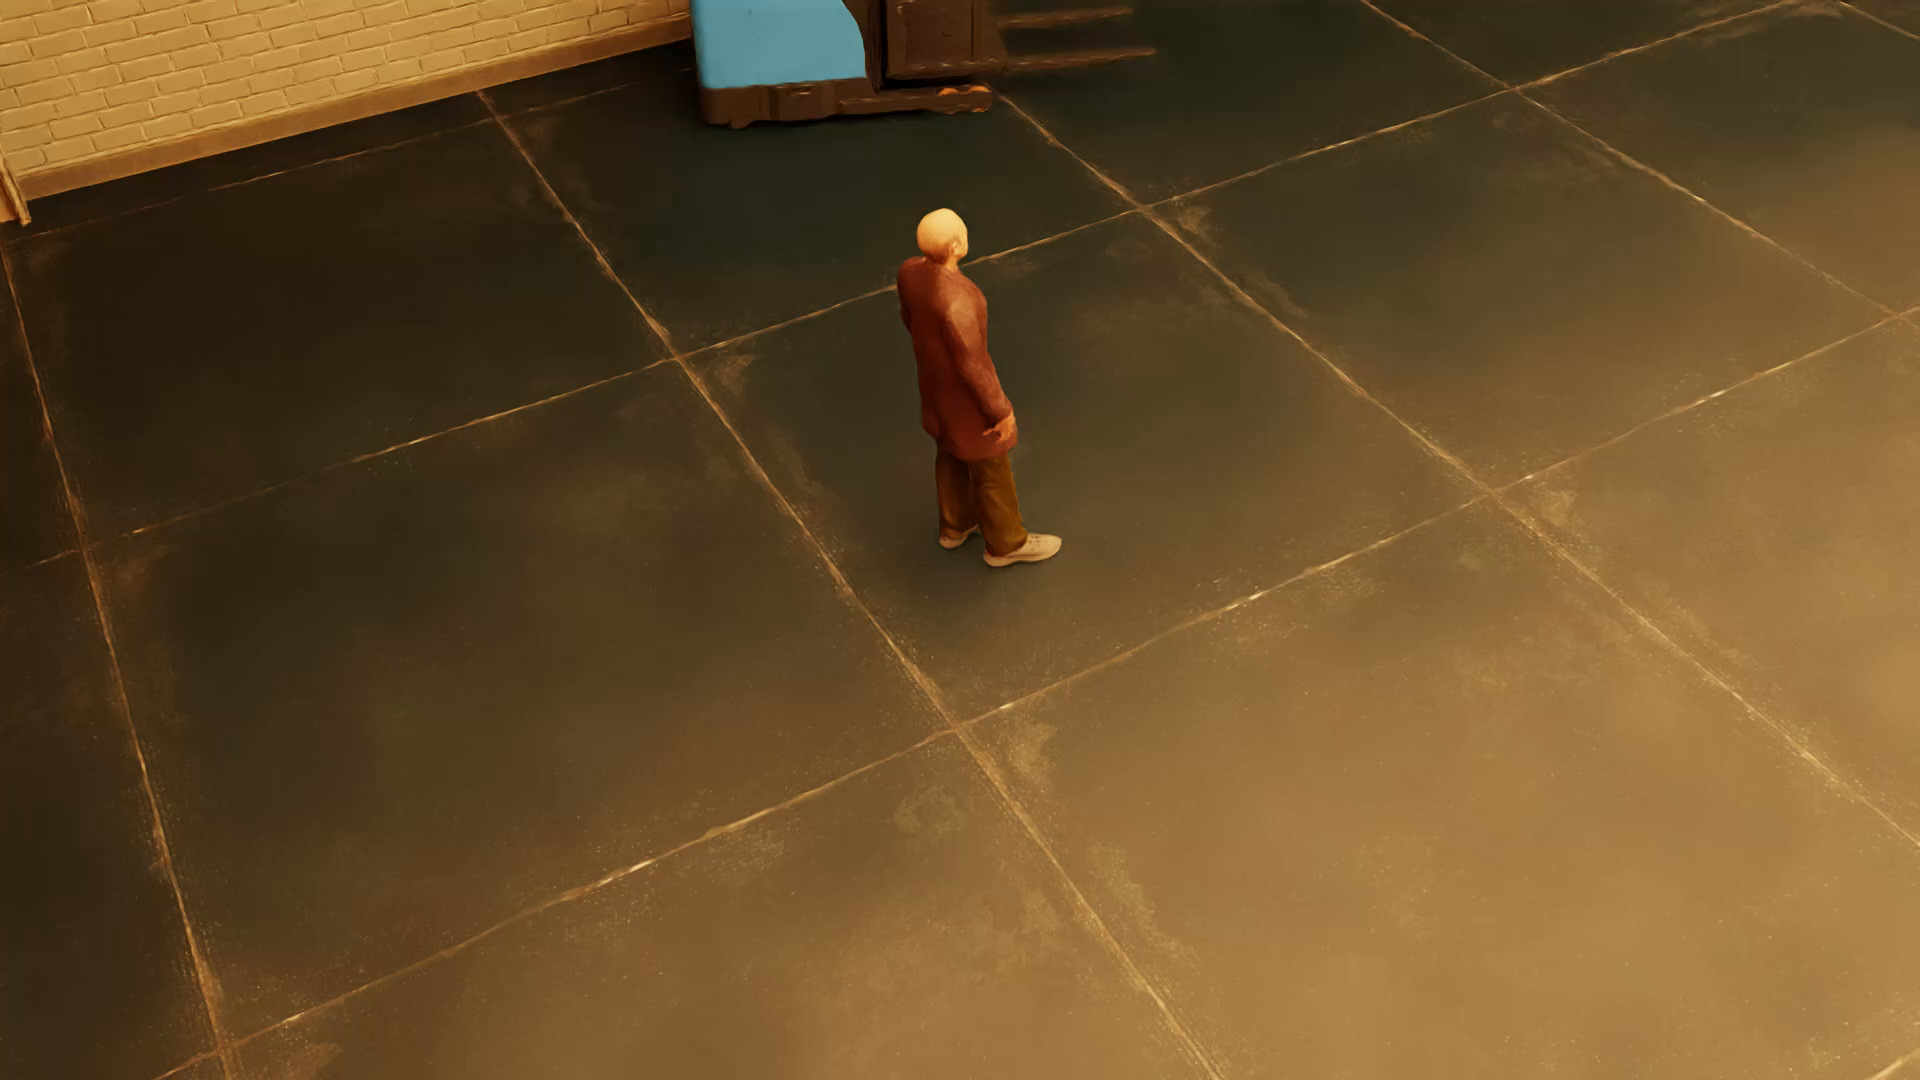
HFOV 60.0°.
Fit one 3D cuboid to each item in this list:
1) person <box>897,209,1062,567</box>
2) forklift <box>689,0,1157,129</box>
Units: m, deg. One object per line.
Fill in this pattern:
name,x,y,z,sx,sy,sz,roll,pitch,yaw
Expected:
person,0.082,-0.685,7.274,0.580,1.776,0.694,-21,47,-21
forklift,-0.241,-4.191,10.217,3.031,2.935,1.130,-7,43,-7
